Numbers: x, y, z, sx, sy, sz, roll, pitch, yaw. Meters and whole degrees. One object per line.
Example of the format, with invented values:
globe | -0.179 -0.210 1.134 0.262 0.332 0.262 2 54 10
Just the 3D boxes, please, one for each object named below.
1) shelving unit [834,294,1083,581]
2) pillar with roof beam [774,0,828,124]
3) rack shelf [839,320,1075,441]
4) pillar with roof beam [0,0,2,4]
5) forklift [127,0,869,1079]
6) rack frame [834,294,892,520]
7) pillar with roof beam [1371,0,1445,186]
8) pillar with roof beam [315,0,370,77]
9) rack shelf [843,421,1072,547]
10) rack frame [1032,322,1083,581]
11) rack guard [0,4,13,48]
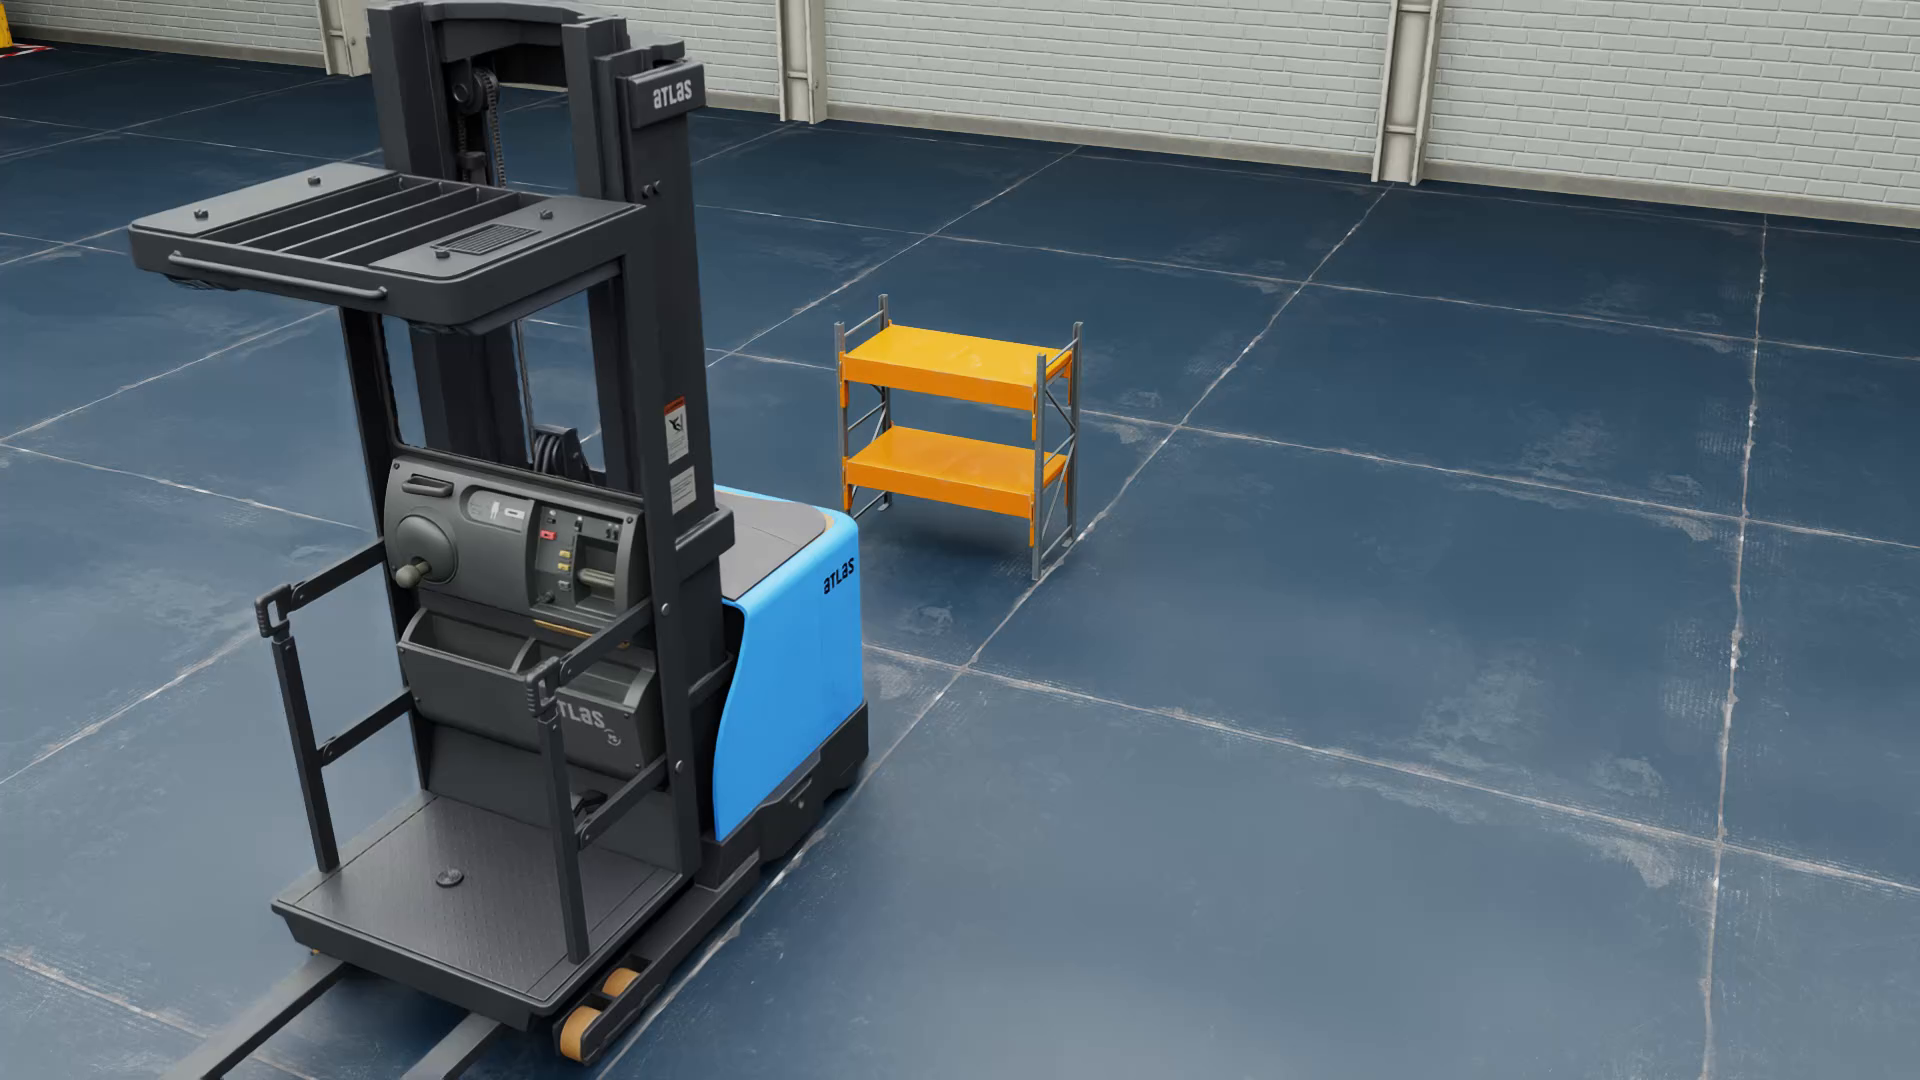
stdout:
shelving unit | -0.006 -0.506 8.004 1.048 1.125 0.538 11 28 22
pillar with roof beam | -3.371 -6.599 11.466 0.400 9.000 9.100 11 28 22
rack shelf | -0.006 -0.768 7.875 1.000 0.278 0.538 11 28 22
pillar with roof beam | -14.295 -8.793 15.922 0.400 9.000 9.100 11 28 22
forklift | -1.454 0.045 4.840 1.130 2.935 3.031 12 29 23
rack frame | -0.469 -0.599 8.193 0.032 1.125 0.500 11 28 22
pillar with roof beam | 2.091 -5.502 9.237 0.400 9.000 9.100 11 28 22
pillar with roof beam | -8.833 -7.696 13.694 0.400 9.000 9.100 11 28 22
rack shelf | -0.006 -0.287 8.112 1.000 0.278 0.538 11 28 22
rack frame | 0.457 -0.413 7.815 0.032 1.125 0.500 11 28 22
rack guard | -12.230 -6.217 20.312 0.348 0.500 1.175 11 28 22
